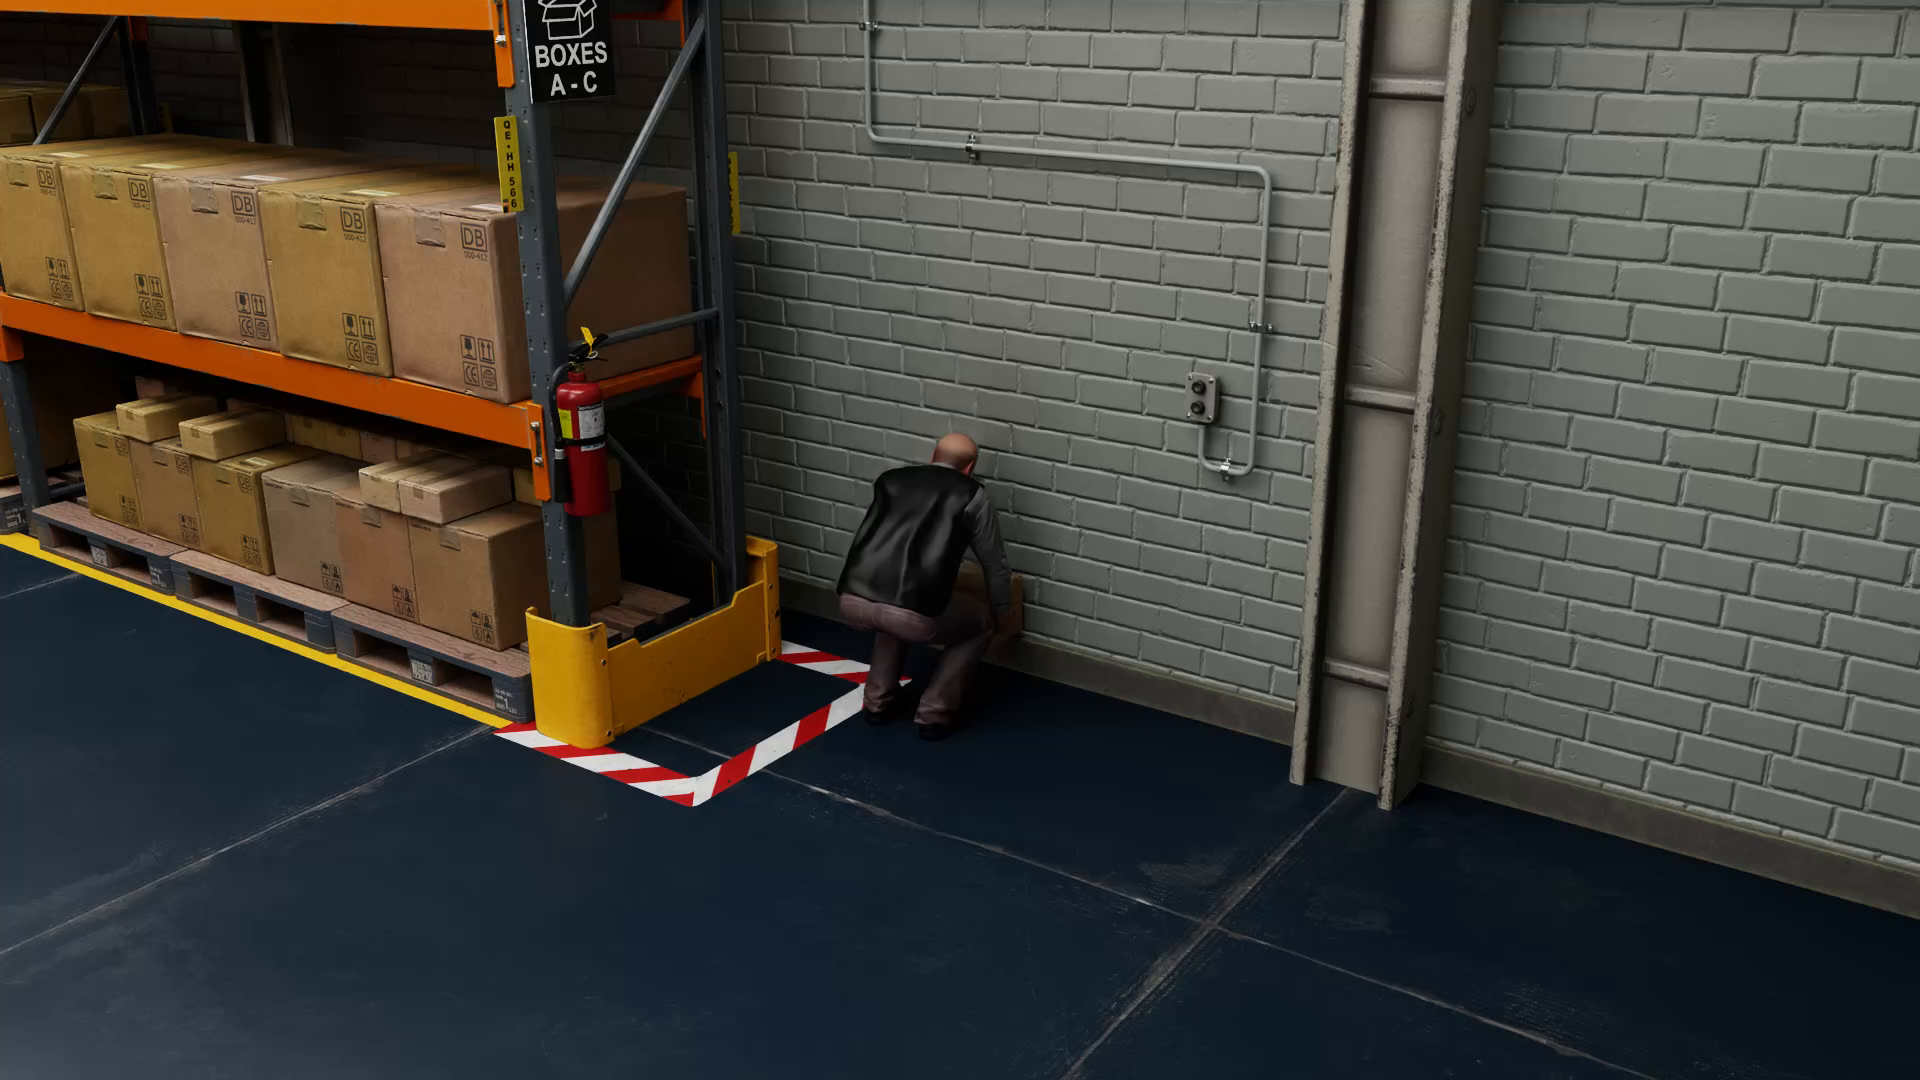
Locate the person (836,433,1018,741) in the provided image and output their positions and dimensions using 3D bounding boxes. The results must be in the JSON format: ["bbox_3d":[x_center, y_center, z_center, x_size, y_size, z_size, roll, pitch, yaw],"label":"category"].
[{"bbox_3d":[-0.158,0.215,6.579,0.558,1.003,0.831,12,23,30],"label":"person"}]
